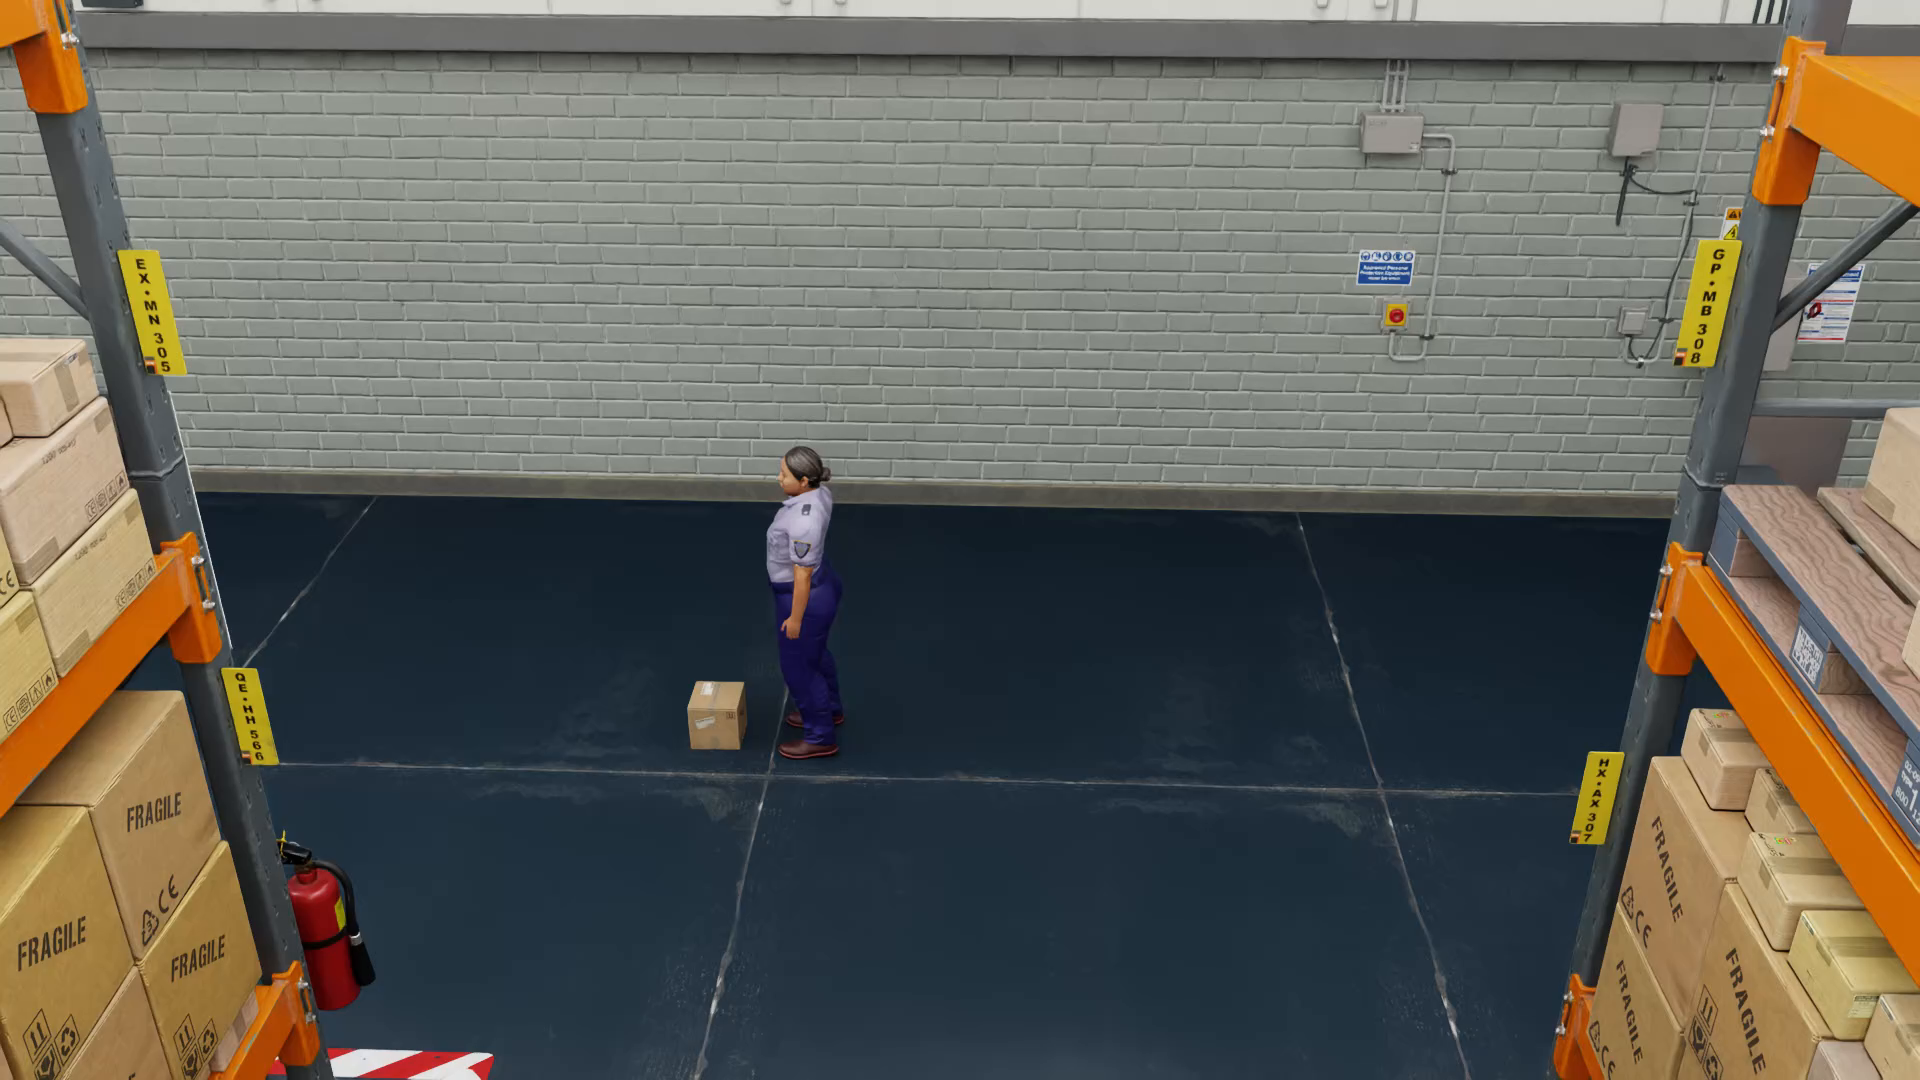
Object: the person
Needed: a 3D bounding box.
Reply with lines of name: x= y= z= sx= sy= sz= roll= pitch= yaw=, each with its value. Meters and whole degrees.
person: x=-0.765 y=0.296 z=8.092 sx=0.328 sy=1.646 sz=0.467 roll=2 pitch=28 yaw=3
